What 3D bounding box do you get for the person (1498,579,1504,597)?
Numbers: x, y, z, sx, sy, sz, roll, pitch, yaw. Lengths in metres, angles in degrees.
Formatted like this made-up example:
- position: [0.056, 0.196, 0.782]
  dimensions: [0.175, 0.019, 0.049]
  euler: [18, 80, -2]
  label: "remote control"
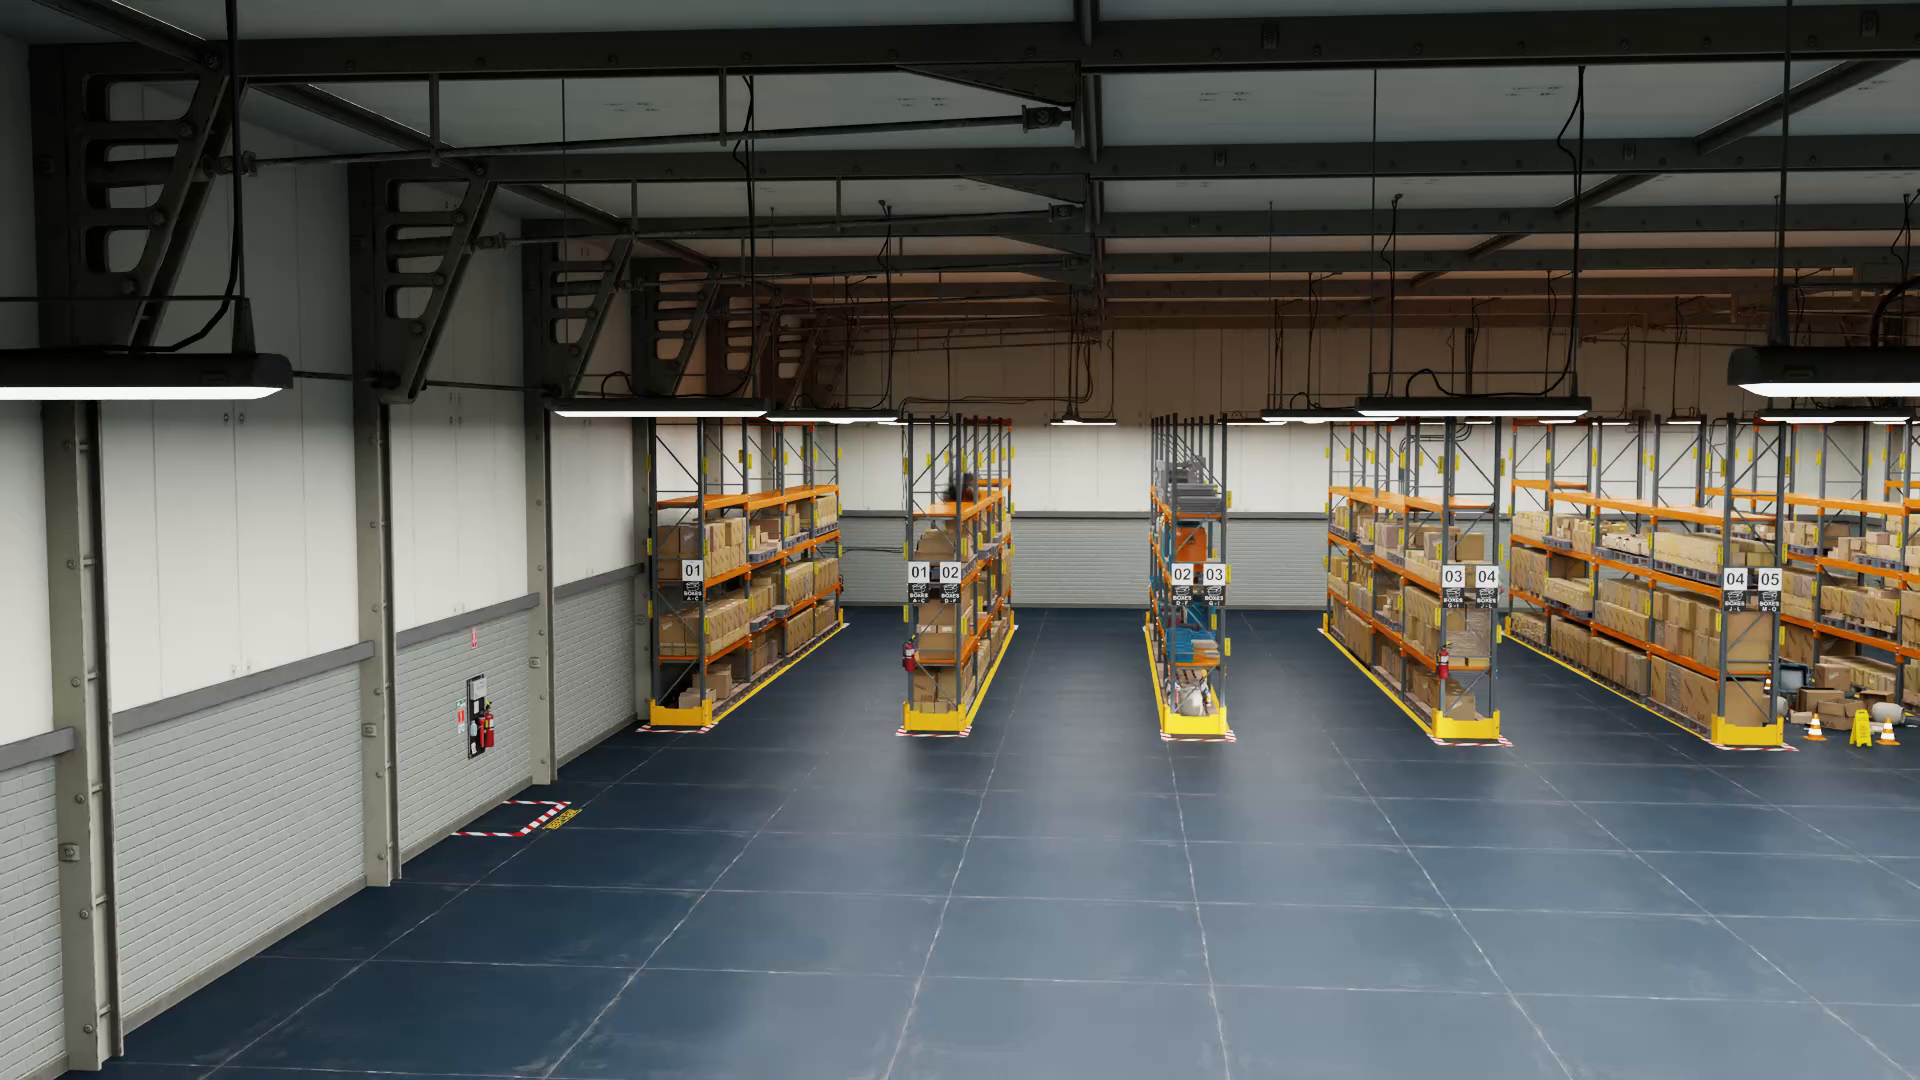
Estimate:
- position: [14.996, 1.686, 47.094]
  dimensions: [0.712, 1.803, 0.742]
  euler: [-1, 4, -14]
  label: "person"
